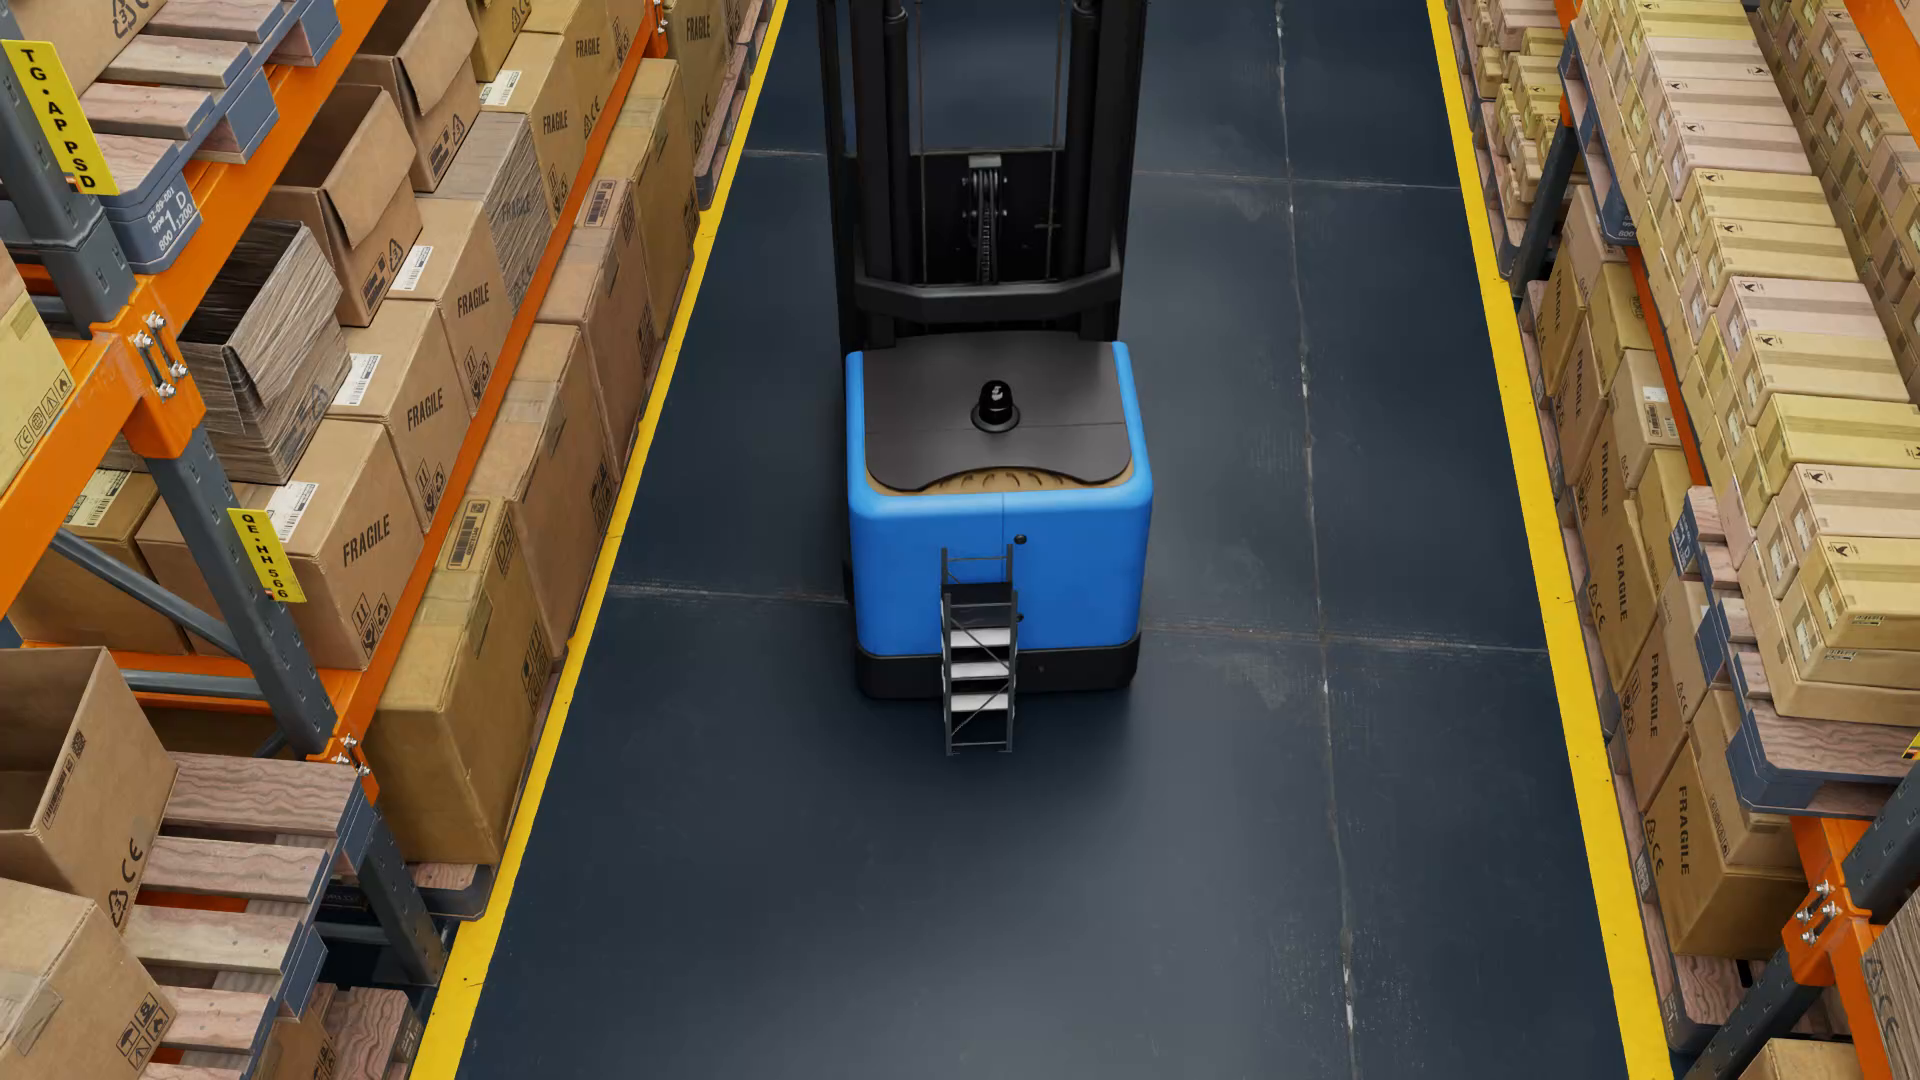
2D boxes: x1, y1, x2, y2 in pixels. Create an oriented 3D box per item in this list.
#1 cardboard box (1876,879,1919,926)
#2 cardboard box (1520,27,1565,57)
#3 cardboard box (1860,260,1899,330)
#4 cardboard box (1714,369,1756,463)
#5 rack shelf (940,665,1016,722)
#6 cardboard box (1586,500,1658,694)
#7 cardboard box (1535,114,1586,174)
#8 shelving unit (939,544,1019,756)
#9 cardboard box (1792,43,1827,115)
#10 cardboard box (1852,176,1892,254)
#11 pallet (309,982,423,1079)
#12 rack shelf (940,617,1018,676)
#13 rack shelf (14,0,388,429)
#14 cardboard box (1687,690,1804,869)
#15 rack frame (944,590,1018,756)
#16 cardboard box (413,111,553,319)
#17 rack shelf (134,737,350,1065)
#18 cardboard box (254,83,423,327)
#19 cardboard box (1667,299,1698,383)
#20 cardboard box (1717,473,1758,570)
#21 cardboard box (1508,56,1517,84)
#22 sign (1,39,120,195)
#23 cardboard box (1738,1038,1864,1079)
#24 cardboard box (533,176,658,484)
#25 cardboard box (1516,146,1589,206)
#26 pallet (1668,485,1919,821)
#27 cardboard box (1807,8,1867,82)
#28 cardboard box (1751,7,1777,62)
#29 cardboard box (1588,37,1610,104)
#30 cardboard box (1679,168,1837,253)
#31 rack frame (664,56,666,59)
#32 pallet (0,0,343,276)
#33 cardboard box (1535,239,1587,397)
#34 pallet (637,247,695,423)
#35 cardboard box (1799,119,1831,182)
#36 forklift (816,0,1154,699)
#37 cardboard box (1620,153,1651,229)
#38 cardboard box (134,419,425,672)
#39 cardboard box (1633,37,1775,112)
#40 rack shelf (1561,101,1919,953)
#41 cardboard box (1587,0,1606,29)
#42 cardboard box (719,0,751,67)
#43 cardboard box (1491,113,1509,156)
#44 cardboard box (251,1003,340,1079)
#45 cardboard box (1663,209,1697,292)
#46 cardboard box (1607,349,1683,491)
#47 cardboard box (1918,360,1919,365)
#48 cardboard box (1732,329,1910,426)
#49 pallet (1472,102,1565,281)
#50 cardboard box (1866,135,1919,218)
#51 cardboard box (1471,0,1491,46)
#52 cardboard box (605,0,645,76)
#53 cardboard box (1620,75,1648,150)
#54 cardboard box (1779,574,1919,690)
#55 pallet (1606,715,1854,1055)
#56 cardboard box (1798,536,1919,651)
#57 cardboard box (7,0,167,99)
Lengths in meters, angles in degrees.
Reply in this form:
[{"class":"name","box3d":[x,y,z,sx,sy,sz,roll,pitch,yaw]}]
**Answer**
[{"class":"cardboard box","box3d":[3.049,0.982,5.255,0.500,0.500,0.500,2,48,2]},{"class":"cardboard box","box3d":[2.969,-2.376,8.160,0.380,0.149,0.250,5,48,5]},{"class":"cardboard box","box3d":[3.117,-0.755,5.320,0.380,0.149,0.250,2,48,2]},{"class":"cardboard box","box3d":[2.390,-0.342,4.740,0.380,0.149,0.250,4,48,4]},{"class":"rack shelf","box3d":[0.063,0.544,5.958,0.258,0.077,0.200,-2,48,-2]},{"class":"cardboard box","box3d":[2.614,0.212,5.959,0.500,0.500,0.500,2,48,2]},{"class":"cardboard box","box3d":[2.869,-1.816,7.649,0.380,0.149,0.250,5,48,5]},{"class":"shelving unit","box3d":[0.063,0.400,5.801,0.258,0.900,0.210,-2,48,-2]},{"class":"cardboard box","box3d":[3.207,-1.633,5.921,0.380,0.149,0.250,6,48,5]},{"class":"cardboard box","box3d":[3.139,-1.040,5.378,0.380,0.149,0.250,4,48,4]},{"class":"pallet","box3d":[-2.272,1.890,4.904,1.003,0.211,1.213,4,48,4]},{"class":"rack shelf","box3d":[0.063,0.361,5.759,0.258,0.077,0.200,-2,48,-2]},{"class":"rack shelf","box3d":[-2.017,-1.865,4.903,1.077,0.370,4.000,4,48,4]},{"class":"cardboard box","box3d":[2.532,0.711,4.994,0.500,0.250,0.500,3,48,3]},{"class":"rack frame","box3d":[0.069,0.474,5.732,0.240,0.900,0.006,-2,48,-2]},{"class":"cardboard box","box3d":[-1.749,-1.121,5.701,0.500,0.500,0.500,4,48,4]},{"class":"rack shelf","box3d":[-2.382,2.087,3.322,1.077,0.370,4.000,4,48,4]},{"class":"cardboard box","box3d":[-2.054,-1.013,4.922,0.797,0.503,0.637,5,48,4]},{"class":"cardboard box","box3d":[2.440,-0.610,5.187,0.380,0.149,0.250,5,48,5]},{"class":"cardboard box","box3d":[2.365,-0.039,4.665,0.380,0.149,0.250,5,48,4]},{"class":"cardboard box","box3d":[2.947,-2.265,8.261,0.380,0.149,0.250,4,48,4]},{"class":"sign","box3d":[-1.659,-0.774,3.068,0.100,0.325,0.005,4,48,4]},{"class":"cardboard box","box3d":[2.586,1.841,4.299,1.050,0.750,0.750,3,48,3]},{"class":"cardboard box","box3d":[-1.954,-0.861,6.686,1.225,0.875,0.875,2,48,2]},{"class":"cardboard box","box3d":[2.808,-1.690,7.735,0.380,0.149,0.250,5,48,4]},{"class":"pallet","box3d":[2.690,0.316,4.584,1.213,0.211,1.003,4,48,4]},{"class":"cardboard box","box3d":[3.204,-1.719,5.798,0.380,0.149,0.250,2,48,2]},{"class":"cardboard box","box3d":[3.256,-1.909,6.375,0.380,0.149,0.250,3,48,3]},{"class":"cardboard box","box3d":[2.582,-1.751,6.231,0.380,0.149,0.250,5,48,4]},{"class":"cardboard box","box3d":[2.464,-1.008,5.147,0.380,0.149,0.250,5,48,5]},{"class":"rack frame","box3d":[-1.835,-2.565,7.089,1.000,3.000,0.127,4,48,4]},{"class":"pallet","box3d":[-2.193,-1.051,3.799,1.213,0.211,1.003,6,48,5]},{"class":"cardboard box","box3d":[2.764,-0.930,7.003,0.500,0.500,0.500,6,48,5]},{"class":"pallet","box3d":[-1.830,-1.052,7.595,1.003,0.211,1.213,4,48,4]},{"class":"cardboard box","box3d":[3.185,-1.351,5.864,0.380,0.149,0.250,2,48,2]},{"class":"forklift","box3d":[0.057,-1.487,6.150,1.130,2.935,3.031,-2,48,-2]},{"class":"cardboard box","box3d":[2.509,-1.196,5.723,0.380,0.149,0.250,2,48,2]},{"class":"cardboard box","box3d":[-1.884,0.002,4.674,0.500,0.500,0.500,5,48,5]},{"class":"cardboard box","box3d":[2.531,-1.579,5.670,0.380,0.149,0.250,3,48,3]},{"class":"rack shelf","box3d":[2.913,-0.445,5.637,1.077,0.370,4.000,4,48,4]},{"class":"cardboard box","box3d":[2.601,-2.056,6.307,0.380,0.149,0.250,5,48,4]},{"class":"cardboard box","box3d":[-1.613,-3.130,8.762,0.875,0.875,0.875,4,48,4]},{"class":"cardboard box","box3d":[2.859,-2.031,8.249,0.380,0.149,0.250,2,48,2]},{"class":"cardboard box","box3d":[-2.240,1.563,4.709,0.700,0.500,0.500,2,48,1]},{"class":"cardboard box","box3d":[2.461,-0.906,5.256,0.380,0.149,0.250,3,48,3]},{"class":"cardboard box","box3d":[2.668,-0.417,6.026,0.500,0.250,0.500,6,48,5]},{"class":"cardboard box","box3d":[3.065,-0.481,4.867,0.380,0.149,0.250,4,48,4]},{"class":"cardboard box","box3d":[2.389,-0.440,4.628,0.380,0.149,0.250,5,48,5]},{"class":"pallet","box3d":[3.121,-1.712,8.199,1.003,0.211,1.213,4,48,4]},{"class":"cardboard box","box3d":[3.134,-1.149,5.276,0.380,0.149,0.250,2,48,2]},{"class":"cardboard box","box3d":[2.966,-2.775,8.928,0.380,0.149,0.250,4,48,4]},{"class":"cardboard box","box3d":[-1.605,-2.237,6.721,0.500,0.500,0.500,4,48,4]},{"class":"cardboard box","box3d":[2.534,-1.484,5.785,0.380,0.149,0.250,2,48,2]},{"class":"cardboard box","box3d":[2.322,0.231,4.216,0.380,0.149,0.250,5,48,4]},{"class":"pallet","box3d":[2.804,1.149,5.582,1.003,0.211,1.213,4,48,4]},{"class":"cardboard box","box3d":[2.319,0.134,4.103,0.380,0.149,0.250,2,48,2]},{"class":"cardboard box","box3d":[-2.215,-1.268,3.515,0.797,0.503,0.637,6,48,6]}]
